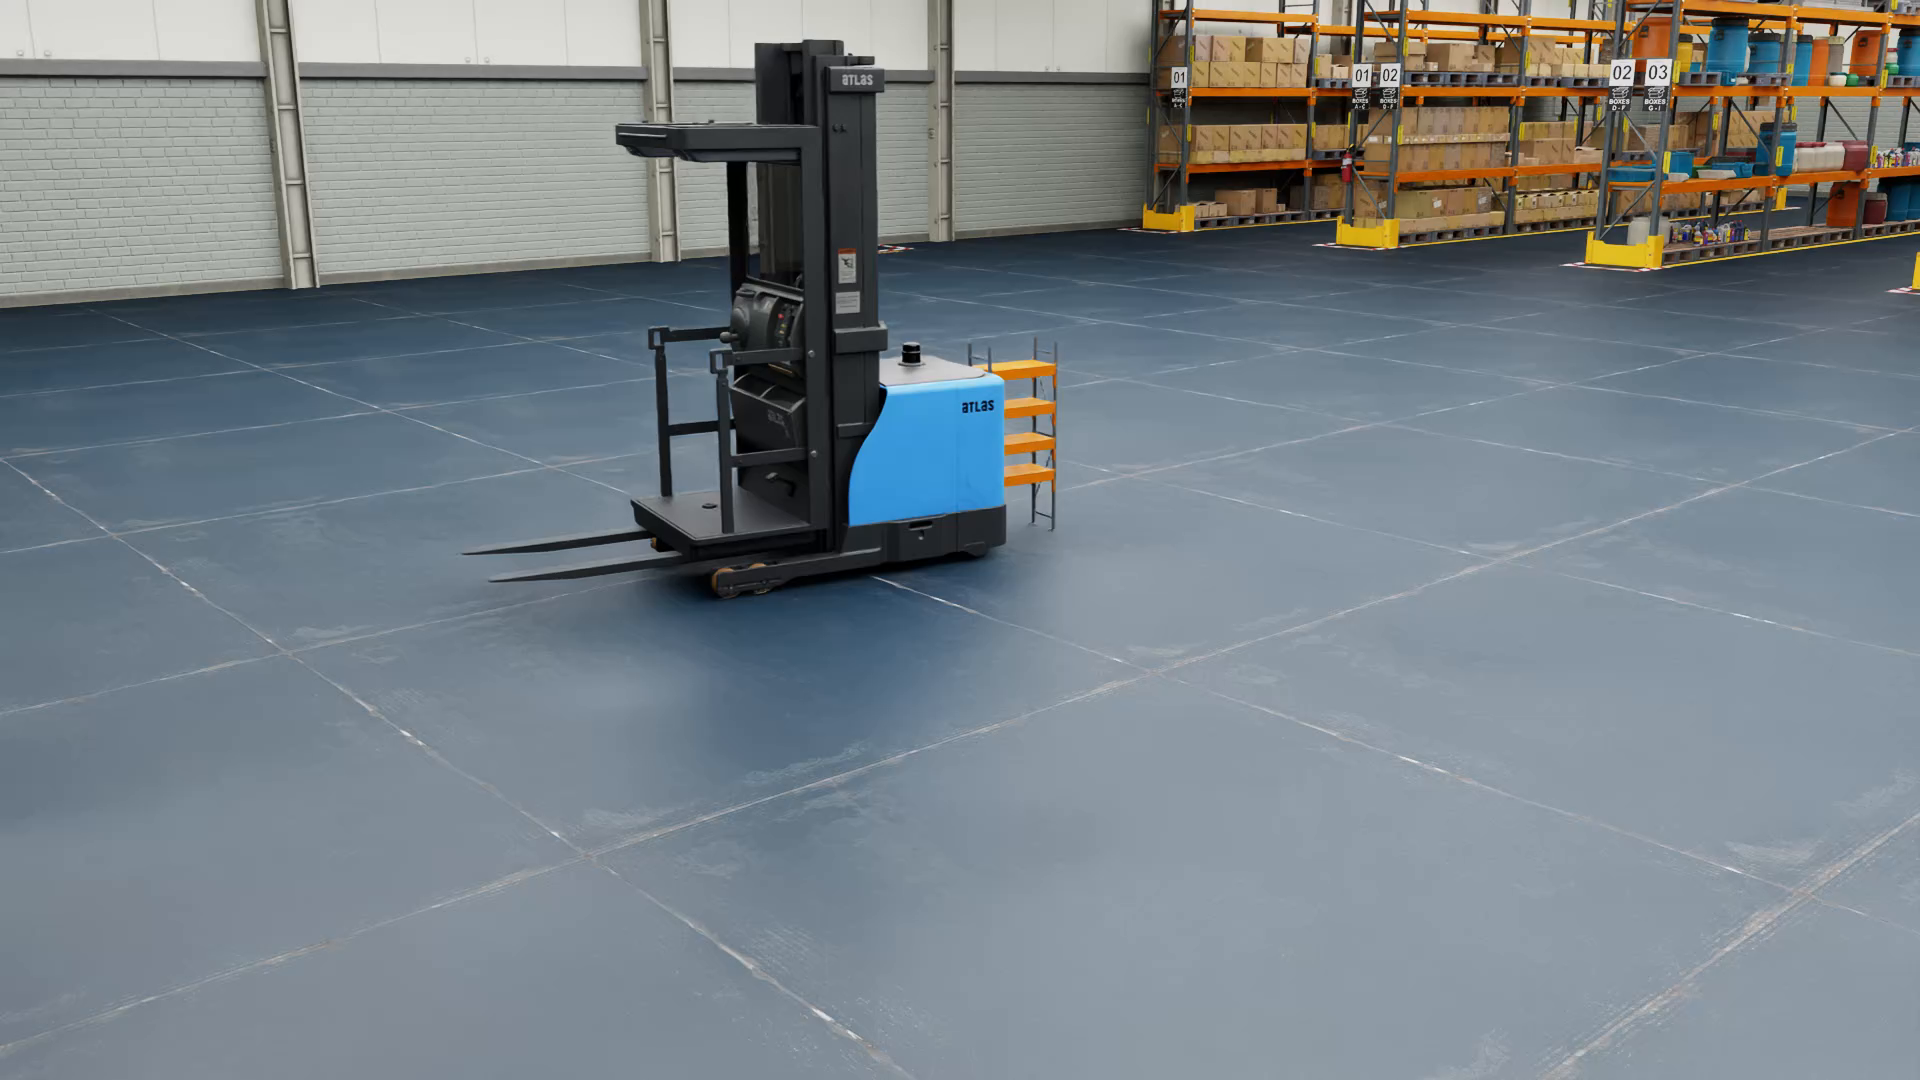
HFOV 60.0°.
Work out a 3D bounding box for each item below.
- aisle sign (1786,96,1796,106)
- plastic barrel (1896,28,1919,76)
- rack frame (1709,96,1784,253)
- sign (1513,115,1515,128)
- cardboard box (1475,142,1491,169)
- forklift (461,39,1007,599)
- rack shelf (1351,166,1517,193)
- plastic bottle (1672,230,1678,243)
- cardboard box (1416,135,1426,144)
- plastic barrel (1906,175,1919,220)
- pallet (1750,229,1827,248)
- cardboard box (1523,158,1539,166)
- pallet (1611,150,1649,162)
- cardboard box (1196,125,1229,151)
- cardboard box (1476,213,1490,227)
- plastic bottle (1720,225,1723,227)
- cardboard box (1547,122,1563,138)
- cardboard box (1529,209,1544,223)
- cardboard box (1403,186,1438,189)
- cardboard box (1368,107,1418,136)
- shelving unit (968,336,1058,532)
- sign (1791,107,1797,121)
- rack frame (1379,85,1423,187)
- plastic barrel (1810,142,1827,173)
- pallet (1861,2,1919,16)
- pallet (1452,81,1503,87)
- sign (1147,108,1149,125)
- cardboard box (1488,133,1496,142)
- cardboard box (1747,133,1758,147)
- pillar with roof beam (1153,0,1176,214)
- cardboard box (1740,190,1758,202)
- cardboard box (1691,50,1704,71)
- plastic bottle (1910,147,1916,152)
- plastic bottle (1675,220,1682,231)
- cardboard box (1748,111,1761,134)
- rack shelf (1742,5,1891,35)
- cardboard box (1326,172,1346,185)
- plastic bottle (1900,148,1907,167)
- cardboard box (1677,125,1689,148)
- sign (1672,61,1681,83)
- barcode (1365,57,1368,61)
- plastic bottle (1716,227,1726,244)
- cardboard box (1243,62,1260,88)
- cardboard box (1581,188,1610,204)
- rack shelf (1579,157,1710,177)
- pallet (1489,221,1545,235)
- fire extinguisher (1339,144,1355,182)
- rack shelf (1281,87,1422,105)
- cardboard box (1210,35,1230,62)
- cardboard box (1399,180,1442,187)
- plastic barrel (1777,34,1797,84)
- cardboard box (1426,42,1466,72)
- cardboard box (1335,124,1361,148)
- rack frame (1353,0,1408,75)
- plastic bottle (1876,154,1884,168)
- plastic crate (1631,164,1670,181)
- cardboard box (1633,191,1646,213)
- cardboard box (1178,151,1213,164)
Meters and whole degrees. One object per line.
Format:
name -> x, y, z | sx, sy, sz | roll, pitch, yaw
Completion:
aisle sign -> 19.794, -10.778, 39.749 | 0.004, 0.787, 0.394 | -13, 19, -39
plastic barrel -> 18.586, -9.503, 32.415 | 0.708, 0.901, 0.600 | -13, 19, -39
rack frame -> 13.738, -6.572, 29.042 | 0.127, 3.000, 1.000 | -13, 19, -39
sign -> 13.633, -10.273, 40.807 | 0.005, 0.325, 0.100 | -13, 19, -39
cardboard box -> 9.765, -7.418, 32.016 | 0.500, 0.500, 0.700 | -13, 20, -40
forklift -> -1.265, -1.253, 9.260 | 3.031, 2.935, 1.130 | -8, 17, -28
rack shelf -> 8.980, -6.851, 31.479 | 4.000, 0.370, 1.077 | -13, 19, -39
plastic bottle -> 12.227, -5.191, 28.442 | 0.097, 0.201, 0.097 | 0, 15, 0
cardboard box -> 8.295, -7.333, 30.439 | 0.250, 0.149, 0.380 | -13, 19, -39
plastic barrel -> 19.351, -7.028, 33.999 | 0.708, 0.901, 0.600 | -13, 19, -39
pallet -> 15.225, -5.573, 30.706 | 1.213, 0.211, 1.003 | -13, 19, -39
cardboard box -> 11.292, -7.526, 33.100 | 0.250, 0.149, 0.380 | -13, 19, -39
pallet -> 13.972, -8.250, 35.697 | 1.003, 0.211, 1.213 | -13, 19, -39
cardboard box -> 5.154, -8.227, 34.035 | 0.500, 0.500, 0.500 | -13, 19, -39
cardboard box -> 9.899, -6.208, 32.192 | 0.500, 0.250, 0.500 | -13, 19, -39
plastic bottle -> 13.180, -5.296, 28.688 | 0.135, 0.276, 0.152 | -13, 19, -39
cardboard box -> 14.786, -10.337, 42.557 | 0.700, 0.700, 0.980 | -14, 20, -42
cardboard box -> 11.342, -6.518, 33.353 | 0.500, 0.250, 0.500 | -12, 19, -38
cardboard box -> 8.803, -6.502, 31.839 | 0.500, 0.500, 0.500 | -13, 19, -39
cardboard box -> 7.872, -7.620, 30.257 | 0.500, 0.500, 0.700 | -13, 19, -39
shelving unit -> 0.323, -0.625, 10.265 | 0.503, 1.200, 0.258 | -9, 18, -32
sign -> 19.891, -10.171, 39.657 | 0.005, 0.325, 0.100 | -13, 19, -39
rack frame -> 10.252, -9.178, 38.799 | 0.127, 3.000, 1.000 | -13, 19, -39
plastic barrel -> 15.483, -6.955, 30.211 | 0.433, 0.535, 0.433 | 0, 15, 0
pallet -> 17.320, -9.980, 31.315 | 1.003, 0.211, 1.213 | -13, 19, -39
pallet -> 12.610, -11.048, 40.356 | 1.217, 0.209, 0.805 | -14, 20, -42
sign -> 3.868, -8.647, 33.952 | 0.005, 0.325, 0.100 | -13, 19, -39
cardboard box -> 10.041, -7.725, 31.906 | 0.250, 0.149, 0.380 | -13, 20, -41
cardboard box -> 18.233, -9.232, 38.806 | 0.500, 0.500, 0.500 | -13, 20, -40
pillar with roof beam -> 7.003, -10.170, 30.888 | 0.400, 9.000, 9.100 | -13, 19, -39
cardboard box -> 18.557, -8.159, 39.458 | 0.500, 0.250, 0.500 | -13, 19, -39
cardboard box -> 16.096, -10.570, 36.995 | 0.600, 0.600, 0.600 | 14, 20, 42
plastic bottle -> 19.060, -7.681, 33.288 | 0.185, 0.351, 0.144 | -13, 19, -39
plastic bottle -> 12.393, -5.345, 28.728 | 0.185, 0.351, 0.144 | -13, 20, -40
cardboard box -> 18.230, -9.711, 38.661 | 0.500, 0.500, 0.500 | -12, 19, -38
rack shelf -> 15.247, -9.269, 29.680 | 4.000, 0.370, 1.077 | -13, 19, -39
cardboard box -> 8.499, -8.160, 37.525 | 0.500, 0.250, 0.500 | -13, 20, -41
plastic bottle -> 18.463, -7.497, 32.602 | 0.185, 0.351, 0.144 | -13, 19, -39
cardboard box -> 16.020, -9.107, 37.523 | 0.700, 0.500, 0.500 | 8, 17, 28
sign -> 11.078, -7.240, 25.713 | 0.005, 0.325, 0.100 | -13, 19, -39
barcode -> 7.382, -8.734, 30.198 | 0.075, 0.075, 0.001 | -13, 19, -39
plastic bottle -> 12.928, -5.190, 28.291 | 0.135, 0.276, 0.152 | -12, 19, -38
cardboard box -> 5.841, -9.606, 34.355 | 0.500, 0.500, 0.500 | -11, 19, -36
cardboard box -> 13.273, -7.223, 34.908 | 0.500, 0.311, 0.500 | -12, 19, -38
rack shelf -> 15.015, -8.206, 36.552 | 4.000, 0.370, 1.077 | -13, 19, -39
pallet -> 11.019, -6.322, 33.510 | 1.213, 0.211, 1.003 | -13, 19, -39
fire extinguisher -> 7.077, -6.892, 30.391 | 0.183, 0.674, 0.296 | -13, 19, -39
rack shelf -> 8.743, -9.941, 37.236 | 4.000, 0.370, 1.077 | -13, 19, -39
cardboard box -> 5.079, -9.907, 33.542 | 0.500, 0.500, 0.500 | -13, 20, -40
cardboard box -> 10.893, -8.442, 39.393 | 0.750, 0.750, 0.750 | -13, 20, -40
plastic barrel -> 14.472, -8.503, 29.485 | 0.600, 0.901, 0.600 | 0, 15, 0
cardboard box -> 8.904, -8.856, 30.499 | 0.500, 0.500, 0.500 | -13, 19, -39
cardboard box -> 8.543, -9.052, 37.280 | 0.500, 0.500, 0.700 | -10, 18, -32
rack frame -> 7.471, -9.758, 29.343 | 0.127, 3.000, 1.000 | -13, 19, -39
plastic bottle -> 17.643, -7.279, 31.927 | 0.135, 0.276, 0.152 | -13, 19, -39
plastic crate -> 11.395, -6.075, 27.467 | 0.408, 0.251, 0.499 | -13, 19, -39
cardboard box -> 14.429, -7.331, 35.873 | 0.500, 0.500, 0.500 | -14, 20, -41
cardboard box -> 4.793, -7.781, 33.820 | 0.500, 0.250, 0.500 | -13, 20, -41
